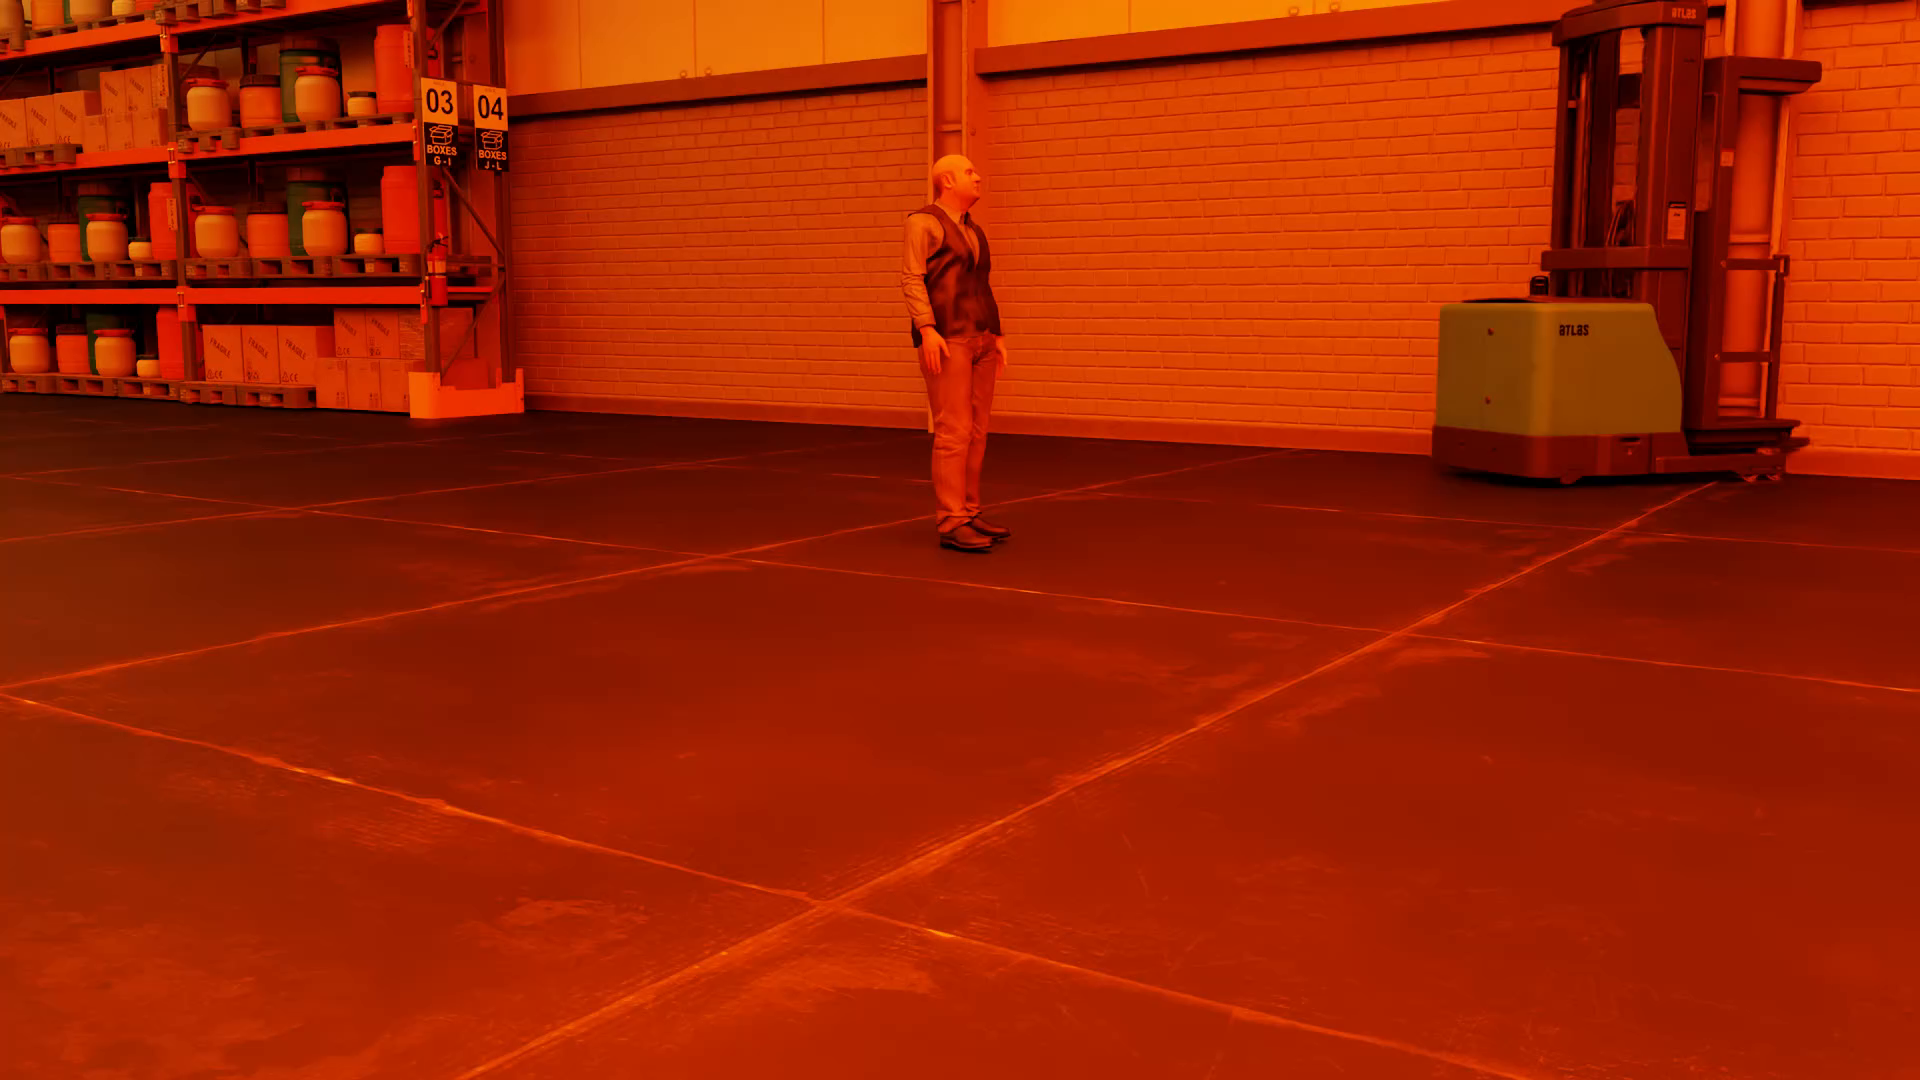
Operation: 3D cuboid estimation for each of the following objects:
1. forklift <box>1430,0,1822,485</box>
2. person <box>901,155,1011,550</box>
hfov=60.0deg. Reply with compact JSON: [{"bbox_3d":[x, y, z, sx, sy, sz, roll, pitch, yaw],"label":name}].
[{"bbox_3d":[4.539,-1.878,10.397,3.031,2.935,1.130,-3,9,-21],"label":"forklift"},{"bbox_3d":[0.047,-0.854,7.440,0.568,1.720,0.632,5,10,34],"label":"person"}]
